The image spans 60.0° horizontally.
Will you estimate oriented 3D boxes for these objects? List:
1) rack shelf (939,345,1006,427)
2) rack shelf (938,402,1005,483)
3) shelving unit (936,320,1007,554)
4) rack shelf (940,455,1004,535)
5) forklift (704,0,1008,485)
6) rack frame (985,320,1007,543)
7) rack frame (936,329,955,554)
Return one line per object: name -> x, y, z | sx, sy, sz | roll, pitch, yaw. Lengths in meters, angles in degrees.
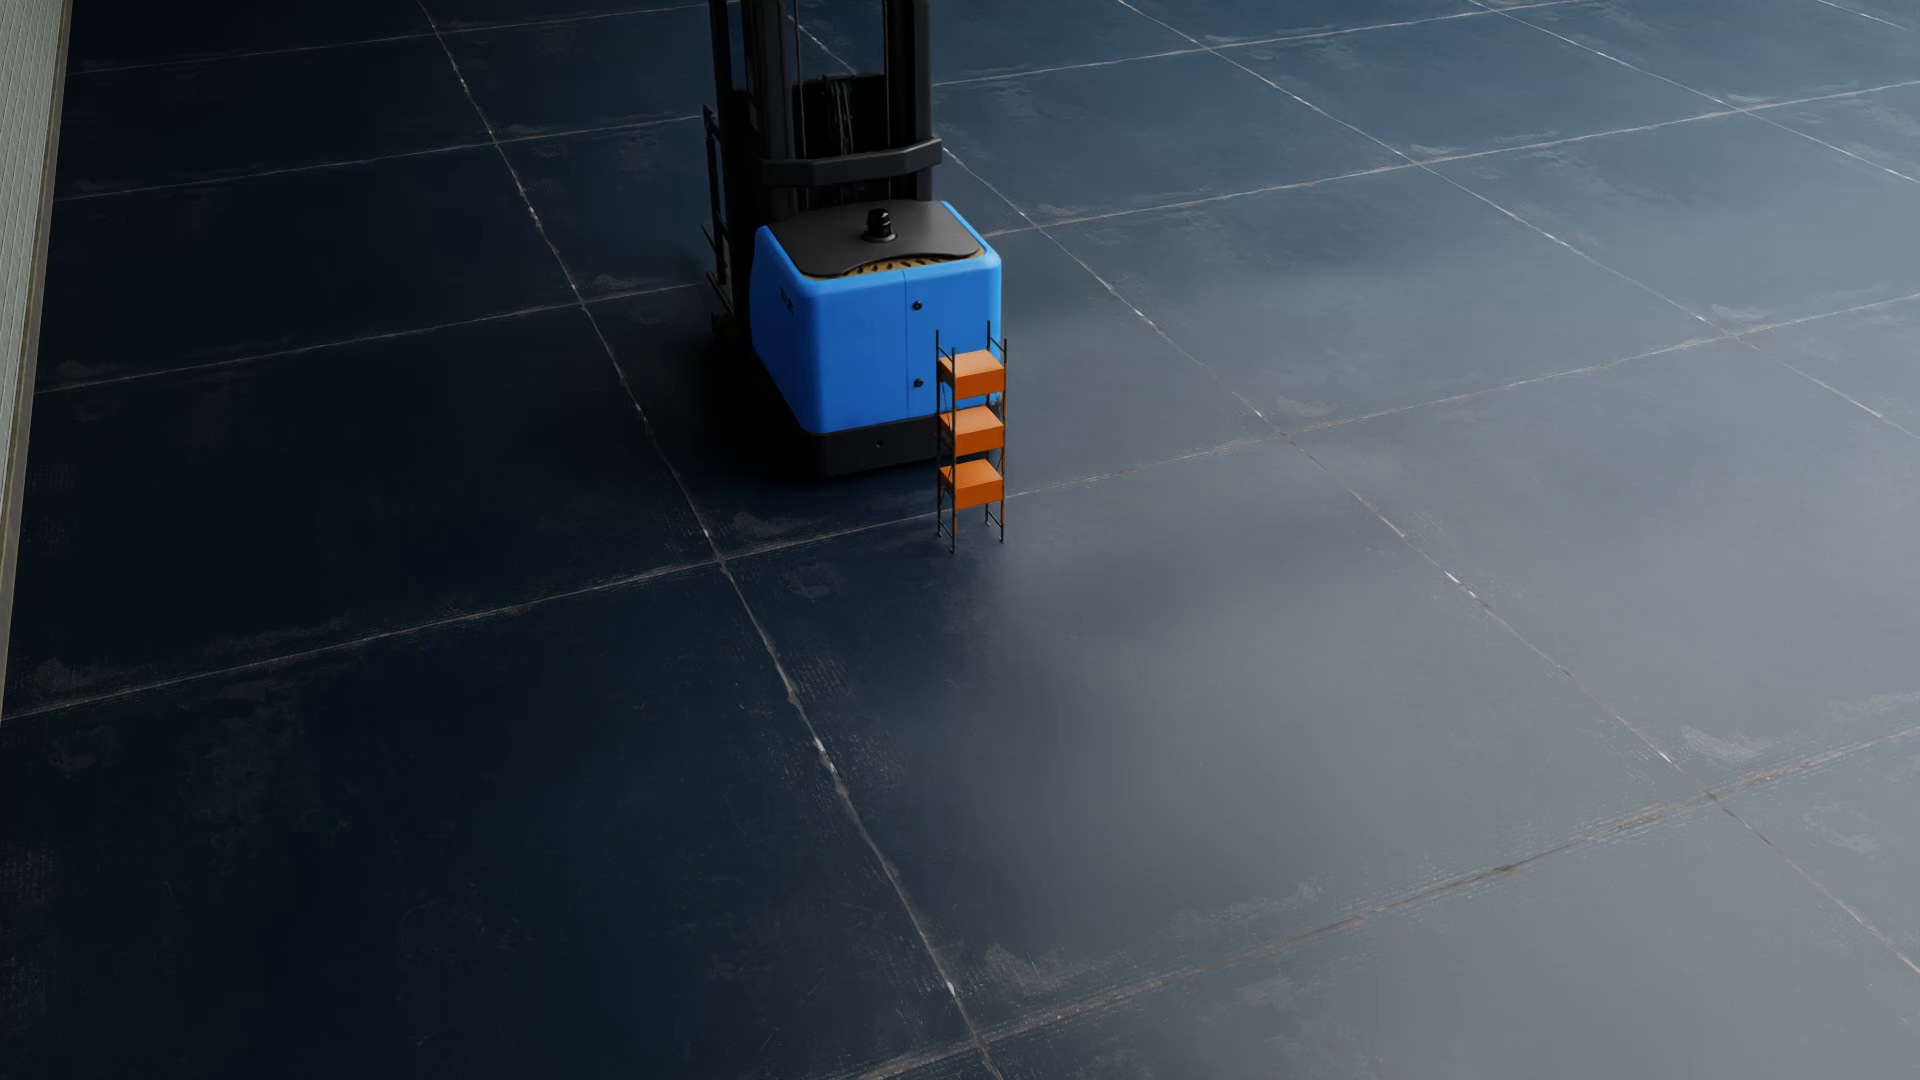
rack shelf -> 0.049, -0.680, 7.332 | 0.240, 0.259, 0.215 | -13, 35, -19
rack shelf -> 0.049, -0.442, 7.487 | 0.240, 0.259, 0.215 | -13, 35, -19
shelving unit -> 0.049, -0.451, 7.481 | 0.252, 1.050, 0.215 | -13, 35, -19
rack shelf -> 0.049, -0.210, 7.638 | 0.240, 0.259, 0.215 | -13, 35, -19
forklift -> -0.750, -2.292, 8.585 | 1.130, 2.935, 3.031 | -11, 35, -17
rack frame -> 0.162, -0.477, 7.521 | 0.008, 1.050, 0.200 | -13, 35, -19
rack frame -> -0.063, -0.426, 7.441 | 0.008, 1.050, 0.200 | -13, 35, -19
